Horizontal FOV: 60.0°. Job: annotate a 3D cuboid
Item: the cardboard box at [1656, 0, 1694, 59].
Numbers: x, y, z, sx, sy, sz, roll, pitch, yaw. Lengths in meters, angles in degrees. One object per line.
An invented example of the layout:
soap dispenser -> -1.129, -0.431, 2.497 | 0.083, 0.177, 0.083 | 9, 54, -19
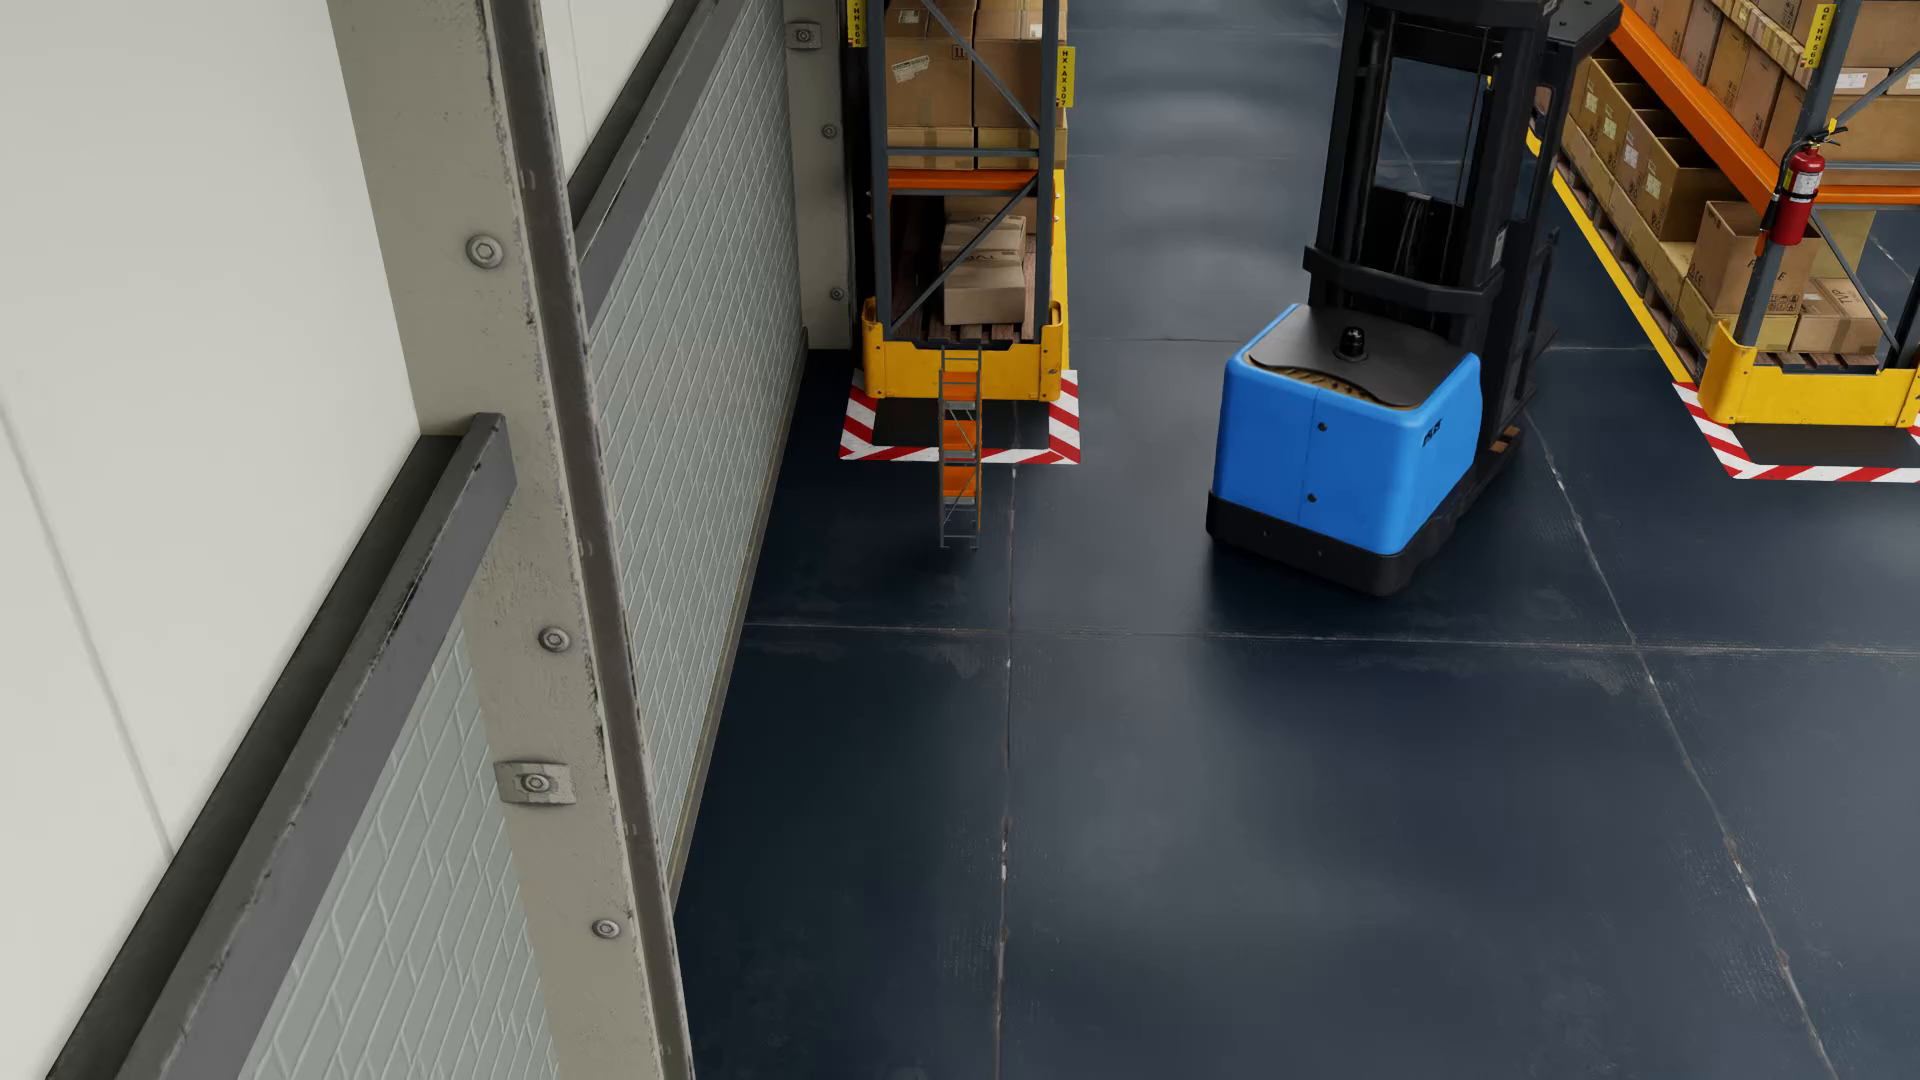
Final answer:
cardboard box -> 5.074, -3.496, 10.975 | 0.700, 0.500, 0.500 | 2, 35, 3

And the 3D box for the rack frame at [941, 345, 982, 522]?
rack frame -> 0.007, -0.530, 8.537 | 0.200, 1.050, 0.008 | 1, 35, 2

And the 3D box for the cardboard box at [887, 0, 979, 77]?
cardboard box -> -0.149, -2.934, 9.723 | 0.500, 0.500, 0.500 | 2, 35, 3

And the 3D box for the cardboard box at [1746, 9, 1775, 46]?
cardboard box -> 4.821, -2.975, 9.670 | 0.380, 0.149, 0.250 | 2, 35, 3

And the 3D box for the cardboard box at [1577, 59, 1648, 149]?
cardboard box -> 4.781, -3.109, 11.884 | 0.500, 0.500, 0.500 | 1, 35, 2

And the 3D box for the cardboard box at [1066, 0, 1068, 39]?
cardboard box -> 0.391, -3.217, 10.125 | 0.500, 0.500, 0.500 | 0, 35, 0

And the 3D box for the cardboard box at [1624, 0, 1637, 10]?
cardboard box -> 5.113, -4.087, 11.816 | 0.700, 0.500, 0.500 | 0, 35, 1

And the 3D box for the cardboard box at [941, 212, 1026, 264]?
cardboard box -> 0.155, -1.919, 10.773 | 0.500, 0.311, 0.500 | 4, 35, 6

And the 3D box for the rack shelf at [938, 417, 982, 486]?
rack shelf -> 0.002, -0.452, 8.444 | 0.215, 0.259, 0.240 | 1, 35, 2

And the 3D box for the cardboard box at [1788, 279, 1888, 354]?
cardboard box -> 5.208, -1.353, 10.039 | 0.500, 0.250, 0.500 | 1, 35, 2

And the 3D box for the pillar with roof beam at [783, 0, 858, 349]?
pillar with roof beam -> 3.480, -4.893, 7.832 | 9.100, 9.000, 0.400 | 1, 35, 2

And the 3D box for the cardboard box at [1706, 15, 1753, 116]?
cardboard box -> 5.038, -2.899, 10.125 | 0.700, 0.500, 0.500 | 2, 35, 2

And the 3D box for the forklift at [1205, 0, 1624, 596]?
forklift -> 2.528, -1.727, 8.604 | 1.130, 2.935, 3.031 | 22, 40, 28

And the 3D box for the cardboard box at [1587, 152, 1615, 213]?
cardboard box -> 4.753, -2.515, 11.691 | 0.500, 0.250, 0.500 | 1, 35, 2

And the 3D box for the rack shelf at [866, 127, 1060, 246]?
rack shelf -> 0.095, -2.970, 10.939 | 1.077, 0.370, 4.000 | 1, 35, 2

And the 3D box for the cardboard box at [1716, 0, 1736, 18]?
cardboard box -> 4.840, -3.278, 10.100 | 0.380, 0.149, 0.250 | 2, 35, 3

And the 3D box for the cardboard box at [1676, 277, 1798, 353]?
cardboard box -> 4.690, -1.365, 10.056 | 0.500, 0.250, 0.500 | 1, 35, 2

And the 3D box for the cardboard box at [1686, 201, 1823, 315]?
cardboard box -> 4.688, -1.672, 9.840 | 0.500, 0.500, 0.500 | 1, 35, 2

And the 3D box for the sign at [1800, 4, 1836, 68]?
sign -> 4.422, -2.595, 8.566 | 0.100, 0.325, 0.005 | 1, 35, 2

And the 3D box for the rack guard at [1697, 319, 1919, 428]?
rack guard -> 4.963, -0.967, 9.637 | 1.175, 0.500, 0.348 | 1, 35, 2

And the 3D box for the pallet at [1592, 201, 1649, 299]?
pallet -> 5.005, -2.002, 11.361 | 1.003, 0.211, 1.213 | 1, 35, 2

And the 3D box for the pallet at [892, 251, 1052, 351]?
pallet -> 0.085, -1.484, 10.624 | 1.003, 0.211, 1.213 | 1, 35, 2

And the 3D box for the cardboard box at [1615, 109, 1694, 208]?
cardboard box -> 4.735, -2.534, 11.067 | 0.500, 0.500, 0.500 | 1, 35, 2

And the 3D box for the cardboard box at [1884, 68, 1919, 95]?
cardboard box -> 5.195, -2.530, 9.036 | 0.380, 0.149, 0.250 | 1, 35, 2

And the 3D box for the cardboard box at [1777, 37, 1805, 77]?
cardboard box -> 4.798, -2.684, 9.255 | 0.380, 0.149, 0.250 | 2, 35, 3

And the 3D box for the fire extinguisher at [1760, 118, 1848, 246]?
fire extinguisher -> 4.495, -1.915, 8.879 | 0.296, 0.674, 0.183 | 1, 35, 2

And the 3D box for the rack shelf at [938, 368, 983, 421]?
rack shelf -> 0.002, -0.684, 8.280 | 0.215, 0.259, 0.240 | 1, 35, 2

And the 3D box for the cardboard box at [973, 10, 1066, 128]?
cardboard box -> 0.334, -2.637, 9.300 | 0.500, 0.500, 0.500 | 1, 35, 2

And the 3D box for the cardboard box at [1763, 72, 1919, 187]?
cardboard box -> 4.996, -2.312, 9.290 | 0.700, 0.500, 0.500 | 1, 35, 2

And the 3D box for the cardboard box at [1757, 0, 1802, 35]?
cardboard box -> 5.013, -3.176, 9.390 | 0.700, 0.500, 0.500 | 0, 35, 1

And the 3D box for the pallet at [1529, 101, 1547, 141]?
pallet -> 5.115, -3.585, 13.613 | 1.003, 0.211, 1.213 | 1, 35, 2

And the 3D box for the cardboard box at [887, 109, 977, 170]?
cardboard box -> -0.161, -2.336, 9.523 | 0.500, 0.250, 0.500 | 2, 35, 3

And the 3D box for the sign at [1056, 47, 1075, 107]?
sign -> 0.556, -2.457, 8.831 | 0.100, 0.325, 0.005 | 1, 35, 2

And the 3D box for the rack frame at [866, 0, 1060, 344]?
rack frame -> 0.014, -2.116, 9.097 | 1.000, 3.000, 0.127 | 1, 35, 2

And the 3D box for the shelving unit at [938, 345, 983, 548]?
shelving unit -> 0.002, -0.460, 8.438 | 0.215, 1.050, 0.252 | 1, 35, 2

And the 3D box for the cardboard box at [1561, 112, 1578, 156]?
cardboard box -> 4.803, -3.089, 12.508 | 0.500, 0.250, 0.500 | 1, 35, 2

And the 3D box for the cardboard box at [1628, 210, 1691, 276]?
cardboard box -> 4.717, -1.940, 10.874 | 0.500, 0.250, 0.500 | 1, 35, 2
